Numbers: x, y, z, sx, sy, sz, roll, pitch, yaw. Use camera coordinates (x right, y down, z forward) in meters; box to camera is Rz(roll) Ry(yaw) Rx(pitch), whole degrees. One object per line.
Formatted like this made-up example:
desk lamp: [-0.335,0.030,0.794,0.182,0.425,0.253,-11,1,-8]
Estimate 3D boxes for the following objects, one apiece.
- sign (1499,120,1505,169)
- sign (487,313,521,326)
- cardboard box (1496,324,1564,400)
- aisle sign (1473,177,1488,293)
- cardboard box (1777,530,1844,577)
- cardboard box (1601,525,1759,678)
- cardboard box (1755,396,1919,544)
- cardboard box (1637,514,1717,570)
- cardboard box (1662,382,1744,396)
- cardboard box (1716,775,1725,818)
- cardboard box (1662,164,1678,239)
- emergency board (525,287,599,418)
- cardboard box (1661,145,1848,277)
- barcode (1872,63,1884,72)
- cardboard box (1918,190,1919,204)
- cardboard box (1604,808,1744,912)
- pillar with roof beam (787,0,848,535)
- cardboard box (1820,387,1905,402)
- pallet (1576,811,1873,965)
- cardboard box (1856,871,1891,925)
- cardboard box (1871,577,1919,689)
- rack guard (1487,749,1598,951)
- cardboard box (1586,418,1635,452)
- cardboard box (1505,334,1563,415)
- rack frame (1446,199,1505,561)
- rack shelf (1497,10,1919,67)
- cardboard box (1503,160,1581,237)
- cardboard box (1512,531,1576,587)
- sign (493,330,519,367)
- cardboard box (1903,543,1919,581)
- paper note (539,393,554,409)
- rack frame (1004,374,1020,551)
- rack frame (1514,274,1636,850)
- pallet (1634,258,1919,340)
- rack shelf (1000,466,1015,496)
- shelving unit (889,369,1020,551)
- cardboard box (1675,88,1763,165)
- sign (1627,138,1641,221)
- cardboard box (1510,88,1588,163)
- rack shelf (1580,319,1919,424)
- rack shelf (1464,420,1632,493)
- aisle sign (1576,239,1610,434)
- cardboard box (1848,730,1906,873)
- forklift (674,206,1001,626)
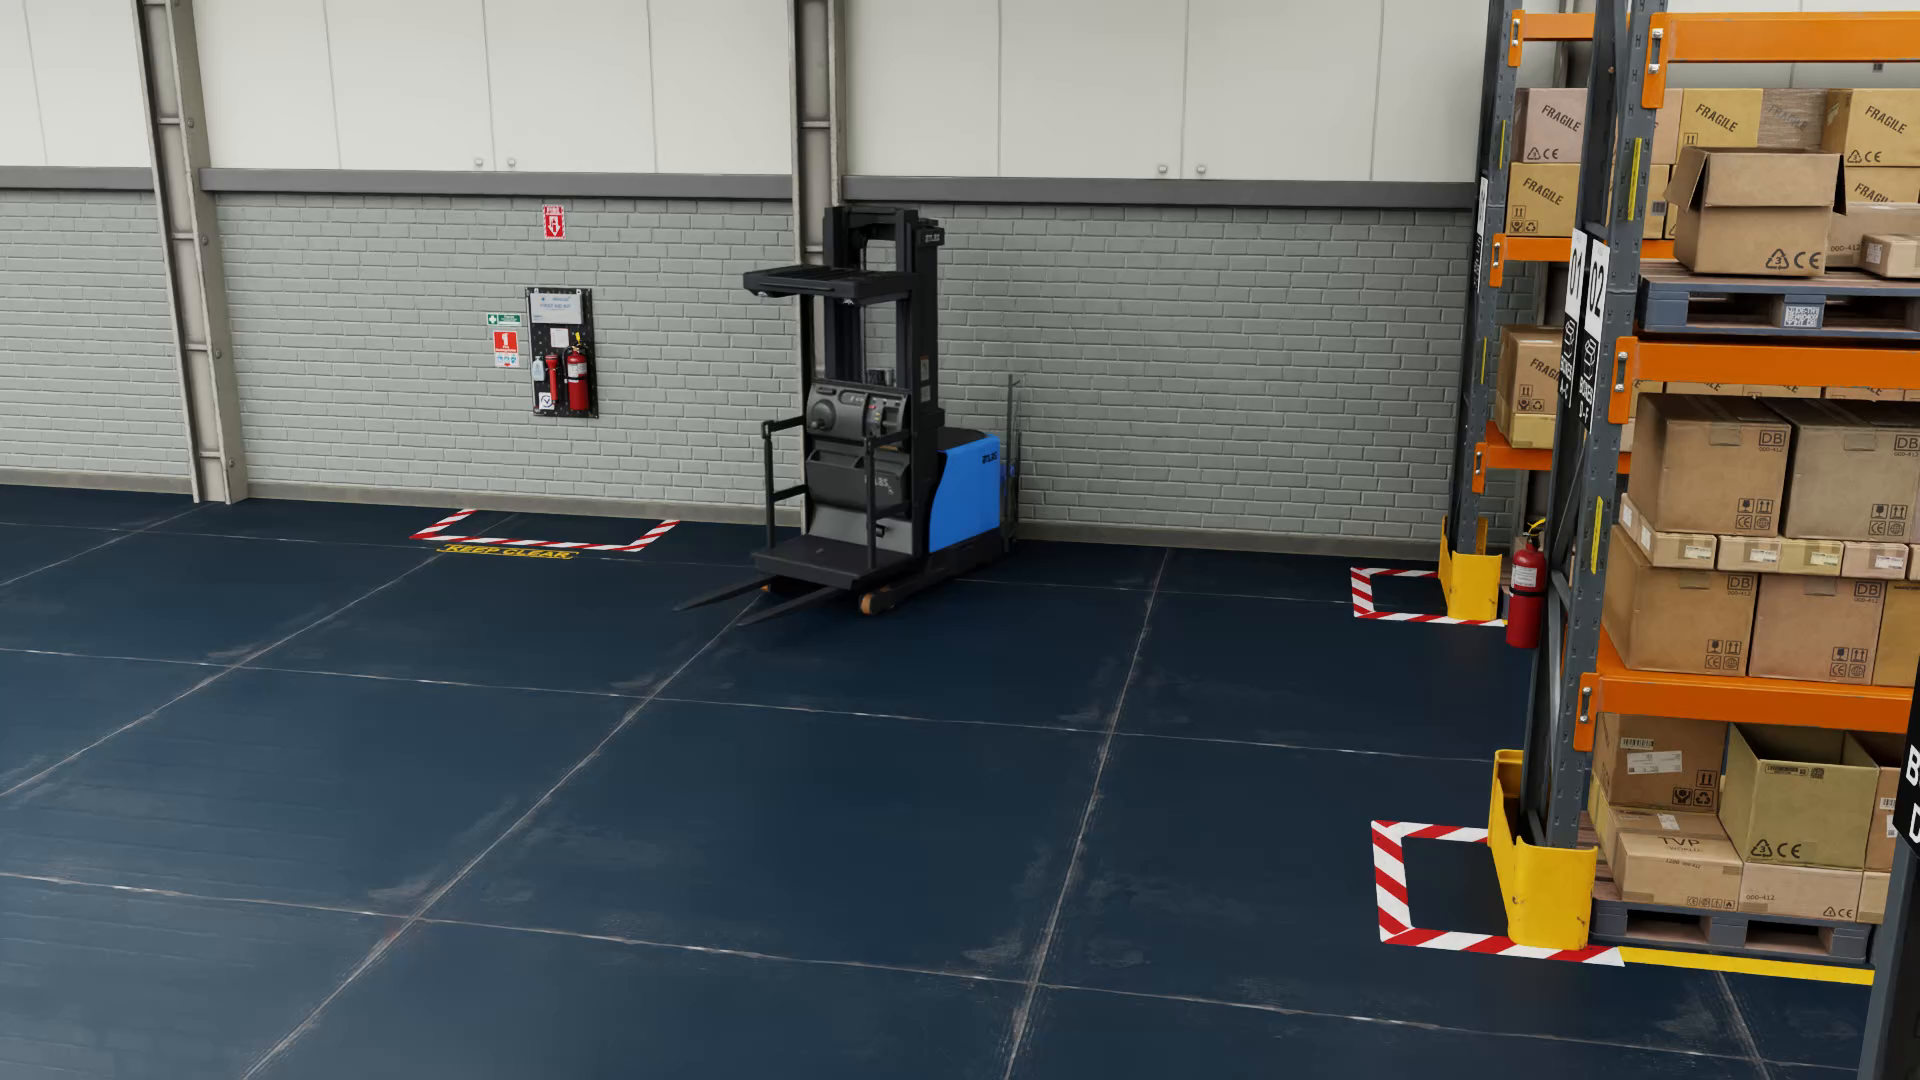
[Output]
sign: [3.740,-2.732,11.478,0.005,0.325,0.100,3,16,11]
sign: [-4.106,-1.983,14.972,0.331,0.109,0.001,3,16,11]
cardboard box: [4.352,-1.336,12.535,0.500,0.500,0.500,3,16,10]
aisle sign: [3.718,-2.185,11.891,0.004,0.787,0.394,3,16,11]
cardboard box: [3.710,0.033,7.353,0.250,0.149,0.380,3,16,11]
cardboard box: [3.320,0.269,7.713,0.500,0.500,0.700,3,16,11]
cardboard box: [3.888,-0.327,7.434,0.500,0.500,0.700,3,16,10]
cardboard box: [3.206,0.006,7.450,0.250,0.149,0.380,3,16,11]
cardboard box: [5.244,-1.143,11.840,0.500,0.500,0.500,3,16,9]
cardboard box: [3.941,1.387,8.231,0.500,0.250,0.500,3,16,11]
cardboard box: [5.155,-2.362,11.558,0.500,0.500,0.500,4,16,14]
emergency board: [-3.587,-1.656,14.853,0.643,1.169,0.194,3,16,11]
cardboard box: [3.427,-1.444,7.225,0.637,0.503,0.797,4,16,15]
barcode: [6.492,-3.341,11.758,0.075,0.075,0.001,3,16,11]
cardboard box: [6.731,-2.290,11.296,0.500,0.500,0.500,2,16,6]
cardboard box: [3.346,1.499,7.826,0.500,0.250,0.500,3,16,11]
pillar with roof beam: [-2.031,-3.280,9.476,0.400,9.000,9.100,3,16,11]
cardboard box: [6.261,-1.092,11.653,0.500,0.500,0.500,3,16,9]
pallet: [3.622,1.663,8.093,1.213,0.211,1.003,3,16,11]
cardboard box: [4.326,1.551,7.637,0.500,0.250,0.500,3,16,11]
cardboard box: [4.321,0.324,7.516,0.500,0.500,0.700,3,16,11]
rack guard: [2.841,1.493,8.167,0.348,0.500,1.175,3,16,11]
cardboard box: [4.775,-0.811,12.045,0.500,0.250,0.500,3,16,9]
cardboard box: [4.256,-1.201,12.049,0.500,0.500,0.500,3,16,11]
rack frame: [3.848,-1.007,12.507,0.127,3.000,1.000,3,16,11]
rack shelf: [5.808,-3.443,11.419,4.000,0.370,1.077,3,16,11]
cardboard box: [4.126,-2.427,11.791,0.500,0.500,0.500,4,16,13]
cardboard box: [4.508,0.137,12.590,0.500,0.311,0.500,1,16,5]
sign: [-4.108,-1.730,15.052,0.234,0.329,0.001,3,16,11]
cardboard box: [4.218,0.060,7.253,0.250,0.149,0.380,3,16,9]
paper note: [-3.747,-1.259,15.070,0.142,0.148,0.016,3,16,11]
rack frame: [0.454,-0.687,14.147,0.032,1.500,0.500,4,12,12]
rack frame: [2.865,0.289,7.829,0.127,3.000,1.000,3,16,11]
pallet: [3.552,-1.069,7.280,1.213,0.211,1.003,3,16,11]
rack shelf: [-0.045,-0.544,14.292,1.000,0.185,0.538,4,12,12]
shelving unit: [-0.042,-0.720,14.254,1.048,1.500,0.538,4,12,12]
cardboard box: [5.163,-2.844,11.422,0.500,0.500,0.500,4,16,13]
sign: [2.748,-1.471,6.778,0.005,0.325,0.100,3,16,11]
cardboard box: [4.177,-2.908,11.654,0.500,0.500,0.500,2,16,7]
rack shelf: [4.825,-0.703,7.140,4.000,0.370,1.077,3,16,11]
rack shelf: [5.808,-0.554,12.219,4.000,0.370,1.077,3,16,11]
aisle sign: [2.739,-0.887,7.205,0.004,0.787,0.394,3,16,11]
cardboard box: [4.329,1.187,7.548,0.500,0.500,0.500,3,16,11]
forklift: [-0.911,-0.990,12.574,1.130,2.935,3.031,11,19,33]
